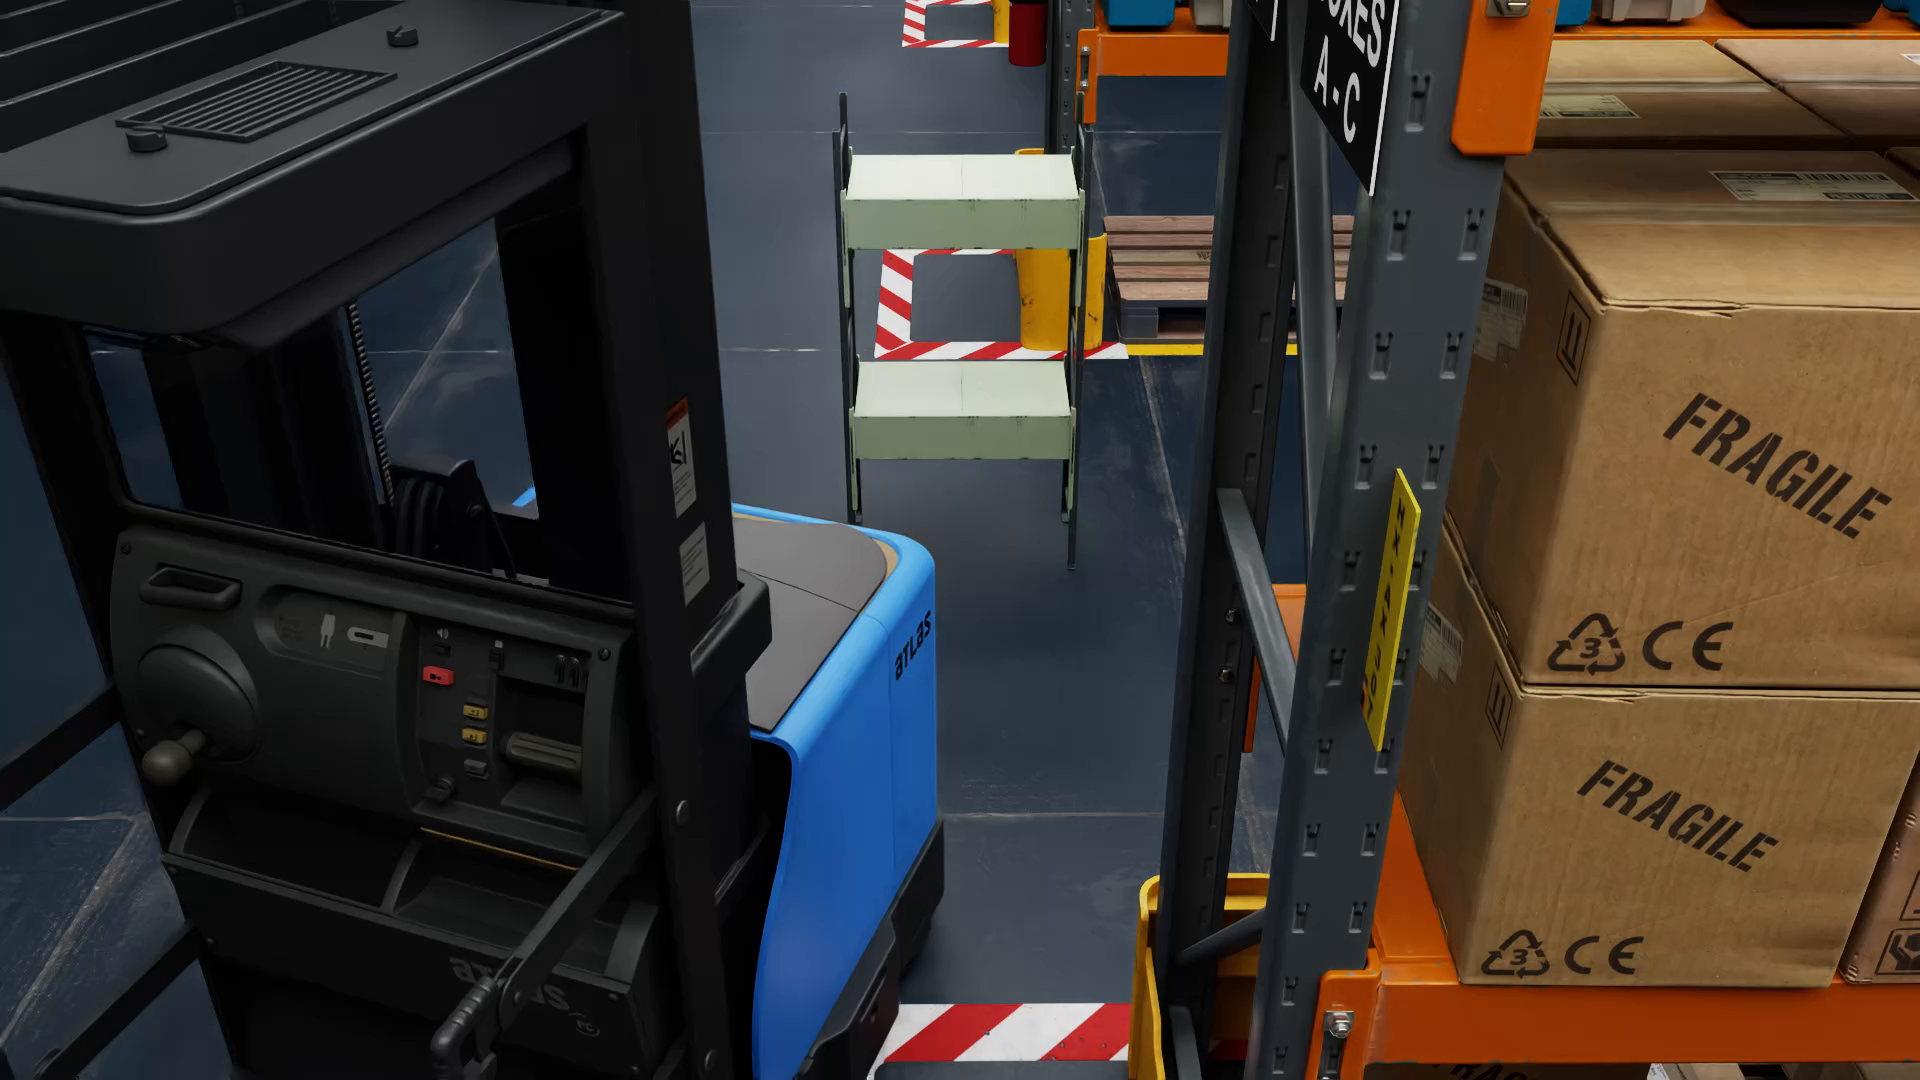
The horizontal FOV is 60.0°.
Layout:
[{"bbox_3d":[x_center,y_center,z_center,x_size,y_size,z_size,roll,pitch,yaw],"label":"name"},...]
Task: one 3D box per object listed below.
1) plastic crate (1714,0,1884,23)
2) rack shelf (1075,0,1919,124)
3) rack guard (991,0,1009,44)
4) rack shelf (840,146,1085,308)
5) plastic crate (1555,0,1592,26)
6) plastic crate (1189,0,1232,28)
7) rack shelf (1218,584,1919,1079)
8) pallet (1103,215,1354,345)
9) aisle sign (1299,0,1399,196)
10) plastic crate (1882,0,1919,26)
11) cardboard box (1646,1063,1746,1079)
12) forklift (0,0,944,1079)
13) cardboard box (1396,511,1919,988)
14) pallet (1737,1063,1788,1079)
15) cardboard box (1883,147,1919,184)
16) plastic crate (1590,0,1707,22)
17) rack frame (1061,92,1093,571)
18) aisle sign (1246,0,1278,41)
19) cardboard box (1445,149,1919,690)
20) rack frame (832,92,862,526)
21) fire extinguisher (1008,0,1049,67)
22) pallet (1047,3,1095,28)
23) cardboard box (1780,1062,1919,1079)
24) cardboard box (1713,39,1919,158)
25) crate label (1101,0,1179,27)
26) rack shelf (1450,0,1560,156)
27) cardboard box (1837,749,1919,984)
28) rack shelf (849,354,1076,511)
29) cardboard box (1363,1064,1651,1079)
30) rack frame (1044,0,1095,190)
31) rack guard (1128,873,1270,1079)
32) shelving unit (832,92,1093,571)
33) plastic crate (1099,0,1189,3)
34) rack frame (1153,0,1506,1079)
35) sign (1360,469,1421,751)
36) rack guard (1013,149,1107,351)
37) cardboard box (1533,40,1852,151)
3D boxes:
[{"bbox_3d":[3.338,-2.176,6.652,0.590,0.125,0.437,0,31,0],"label":"plastic crate"},{"bbox_3d":[2.456,-2.097,7.008,4.000,0.370,1.077,0,31,0],"label":"rack shelf"},{"bbox_3d":[0.402,-3.899,11.694,0.348,0.500,1.175,0,31,0],"label":"rack guard"},{"bbox_3d":[0.007,-0.975,5.159,0.720,0.370,0.431,0,31,0],"label":"rack shelf"},{"bbox_3d":[2.322,-2.188,6.567,0.300,0.233,0.416,0,31,0],"label":"plastic crate"},{"bbox_3d":[1.026,-2.099,6.515,0.298,0.136,0.250,0,31,0],"label":"plastic crate"},{"bbox_3d":[2.482,0.472,2.773,4.000,0.370,1.077,0,31,0],"label":"rack shelf"},{"bbox_3d":[1.281,-1.189,7.506,1.213,0.211,1.003,0,31,0],"label":"pallet"},{"bbox_3d":[0.416,-0.788,1.651,0.004,0.787,0.394,0,31,0],"label":"aisle sign"},{"bbox_3d":[3.991,-2.251,6.527,0.575,0.384,0.392,0,31,0],"label":"plastic crate"},{"bbox_3d":[1.430,1.110,3.336,0.250,0.166,0.380,0,31,0],"label":"cardboard box"},{"bbox_3d":[-1.015,0.297,2.435,1.130,2.935,3.031,11,33,17],"label":"forklift"},{"bbox_3d":[0.928,0.264,2.327,0.500,0.500,0.500,0,31,1],"label":"cardboard box"},{"bbox_3d":[1.356,1.360,3.305,1.213,0.211,1.003,0,31,0],"label":"pallet"},{"bbox_3d":[1.450,-0.169,2.077,0.500,0.500,0.500,0,31,0],"label":"cardboard box"},{"bbox_3d":[2.717,-2.162,6.619,0.466,0.136,0.293,0,31,0],"label":"plastic crate"},{"bbox_3d":[0.373,-0.642,5.363,0.023,1.500,0.400,0,31,0],"label":"rack frame"},{"bbox_3d":[0.412,-1.099,2.164,0.004,0.787,0.394,0,31,0],"label":"aisle sign"},{"bbox_3d":[0.928,-0.164,2.068,0.500,0.500,0.500,1,31,1],"label":"cardboard box"},{"bbox_3d":[-0.359,-0.640,5.359,0.023,1.500,0.400,0,31,0],"label":"rack frame"},{"bbox_3d":[0.303,-2.441,7.316,0.183,0.674,0.296,0,31,0],"label":"fire extinguisher"},{"bbox_3d":[1.225,-3.818,11.840,1.213,0.211,1.003,0,31,0],"label":"pallet"},{"bbox_3d":[1.975,1.042,3.368,0.500,0.250,0.500,0,31,0],"label":"cardboard box"},{"bbox_3d":[1.431,-0.445,2.532,0.500,0.500,0.500,1,31,1],"label":"cardboard box"},{"bbox_3d":[0.705,-2.182,6.559,0.303,0.233,0.416,0,31,0],"label":"crate label"},{"bbox_3d":[2.482,-0.810,1.995,4.000,0.370,1.077,0,31,0],"label":"rack shelf"},{"bbox_3d":[1.443,0.259,2.335,0.500,0.500,0.500,0,31,-1],"label":"cardboard box"},{"bbox_3d":[0.007,-0.363,5.530,0.720,0.370,0.431,0,31,0],"label":"rack shelf"},{"bbox_3d":[1.025,0.922,3.324,0.500,0.500,0.500,0,31,0],"label":"cardboard box"},{"bbox_3d":[0.456,-2.398,6.811,0.127,3.000,1.000,0,31,0],"label":"rack frame"},{"bbox_3d":[0.558,1.239,3.225,0.348,0.500,1.175,0,31,0],"label":"rack guard"},{"bbox_3d":[0.007,-0.641,5.361,0.755,1.500,0.431,0,31,0],"label":"shelving unit"},{"bbox_3d":[0.790,-2.537,6.948,0.499,0.435,0.616,0,31,0],"label":"plastic crate"},{"bbox_3d":[0.482,0.171,2.576,0.127,3.000,1.000,0,31,0],"label":"rack frame"},{"bbox_3d":[0.486,0.082,1.888,0.005,0.325,0.100,0,31,0],"label":"sign"},{"bbox_3d":[0.432,-1.323,7.448,0.348,0.500,1.175,0,31,0],"label":"rack guard"},{"bbox_3d":[0.926,-0.443,2.529,0.500,0.500,0.500,0,31,-1],"label":"cardboard box"}]
